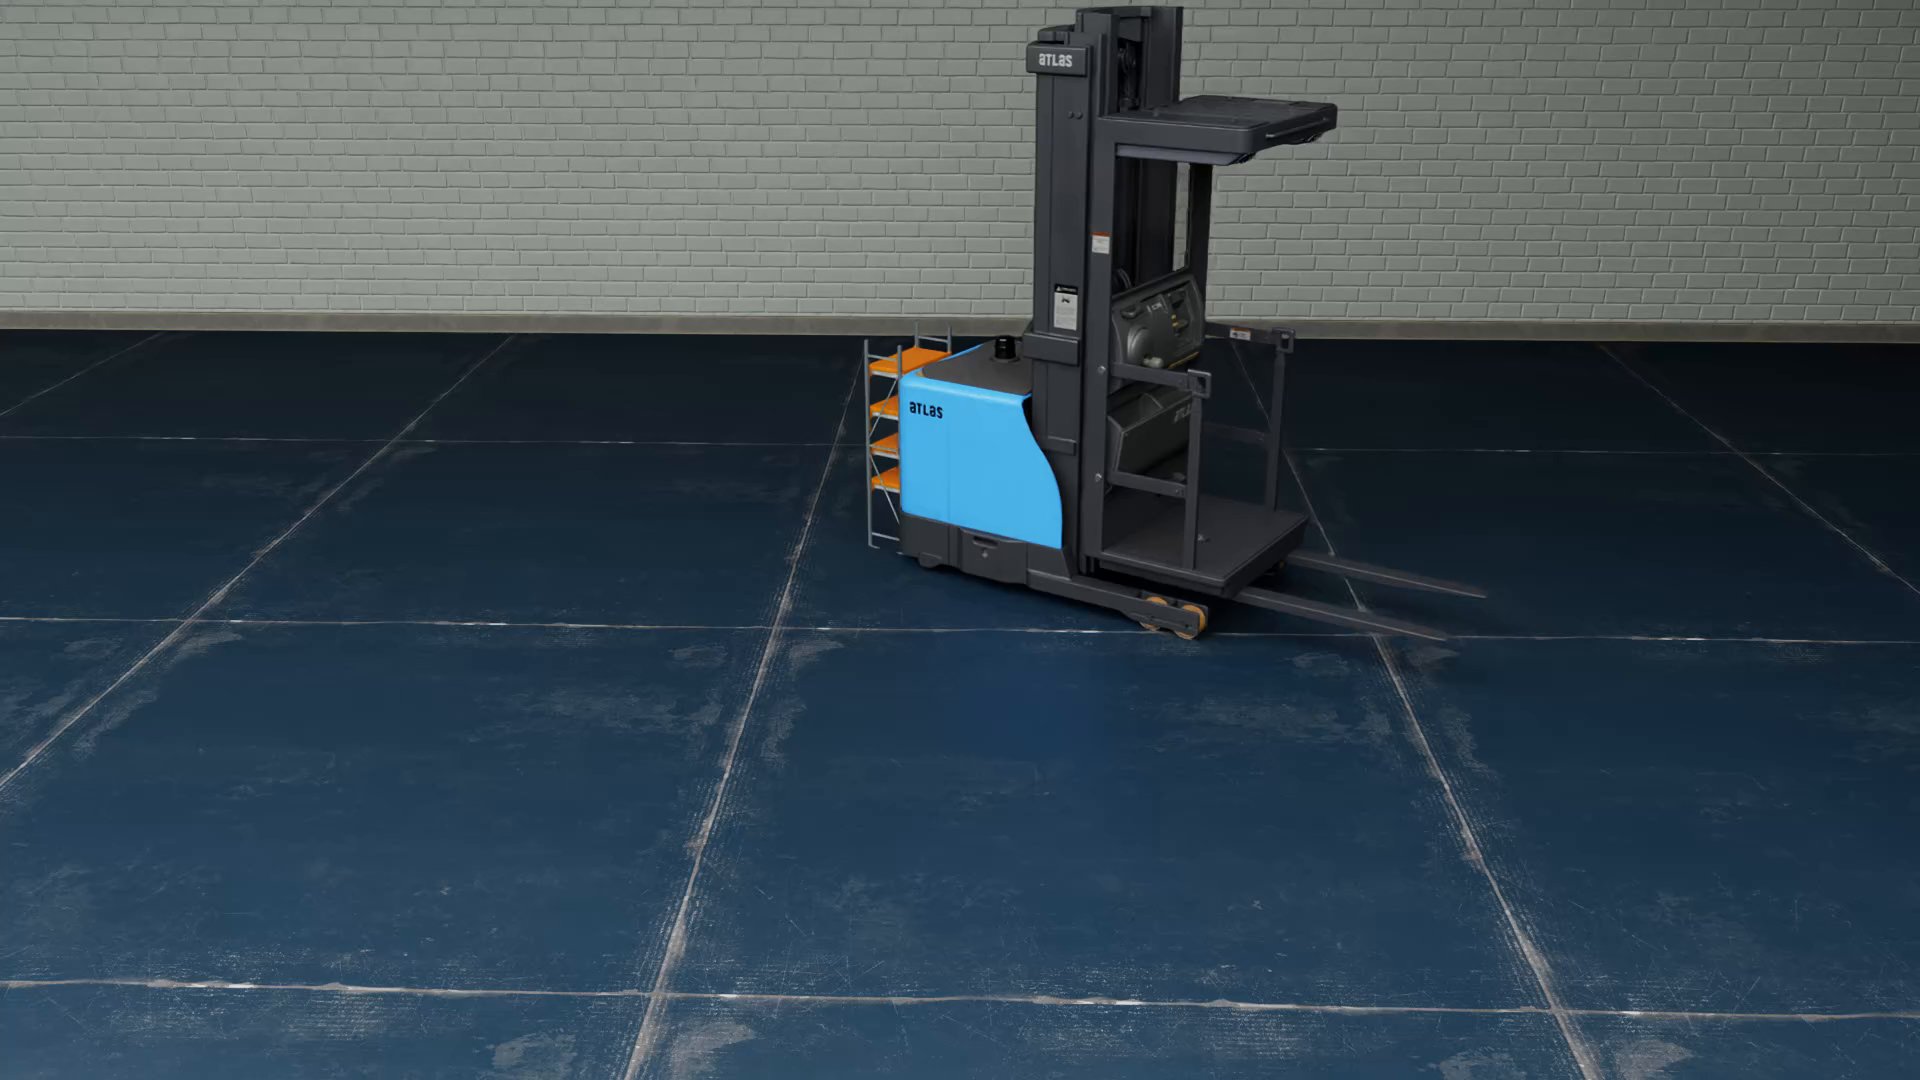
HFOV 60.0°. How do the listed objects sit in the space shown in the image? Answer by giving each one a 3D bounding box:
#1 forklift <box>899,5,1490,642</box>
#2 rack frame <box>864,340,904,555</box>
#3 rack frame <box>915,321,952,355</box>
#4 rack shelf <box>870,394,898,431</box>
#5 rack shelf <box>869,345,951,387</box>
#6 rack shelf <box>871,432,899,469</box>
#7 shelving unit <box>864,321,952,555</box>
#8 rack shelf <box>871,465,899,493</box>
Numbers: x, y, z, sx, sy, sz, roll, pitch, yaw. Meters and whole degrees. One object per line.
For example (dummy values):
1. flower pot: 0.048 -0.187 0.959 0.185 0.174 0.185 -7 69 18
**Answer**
1. forklift: 1.176 -1.094 8.295 3.031 2.935 1.130 13 25 31
2. rack frame: -0.416 -0.502 9.163 0.240 1.200 0.015 13 25 30
3. rack frame: -0.151 -0.650 9.545 0.240 1.200 0.015 13 25 30
4. rack shelf: -0.283 -0.722 9.298 0.258 0.148 0.480 13 25 30
5. rack shelf: -0.283 -0.942 9.212 0.258 0.148 0.480 13 25 30
6. rack shelf: -0.283 -0.513 9.379 0.258 0.148 0.480 13 25 30
7. shelving unit: -0.283 -0.576 9.354 0.258 1.200 0.503 13 25 30
8. rack shelf: -0.283 -0.328 9.450 0.258 0.148 0.480 13 25 30
